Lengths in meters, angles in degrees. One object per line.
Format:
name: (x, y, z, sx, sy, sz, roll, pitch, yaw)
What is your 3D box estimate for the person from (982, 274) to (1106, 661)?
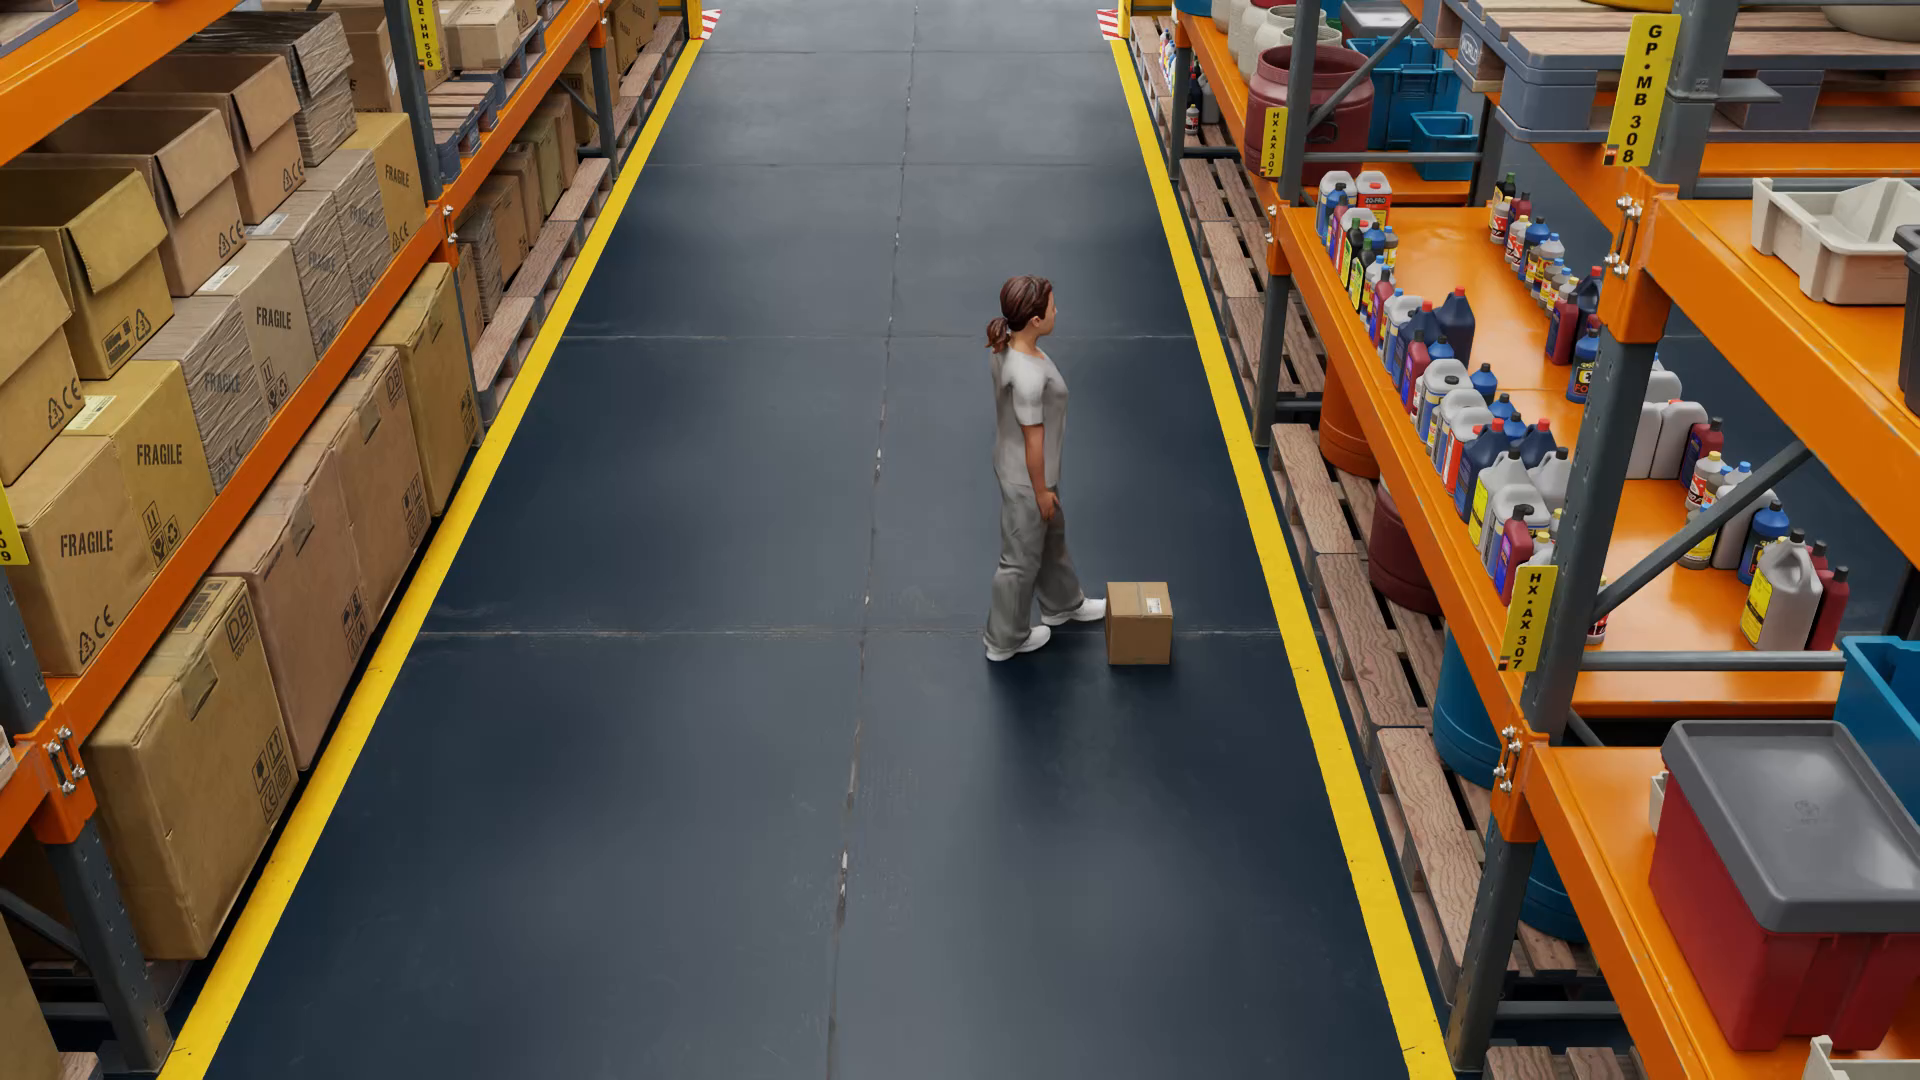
person: (0.379, -0.275, 6.578, 0.605, 1.666, 0.446, -5, 32, -9)
